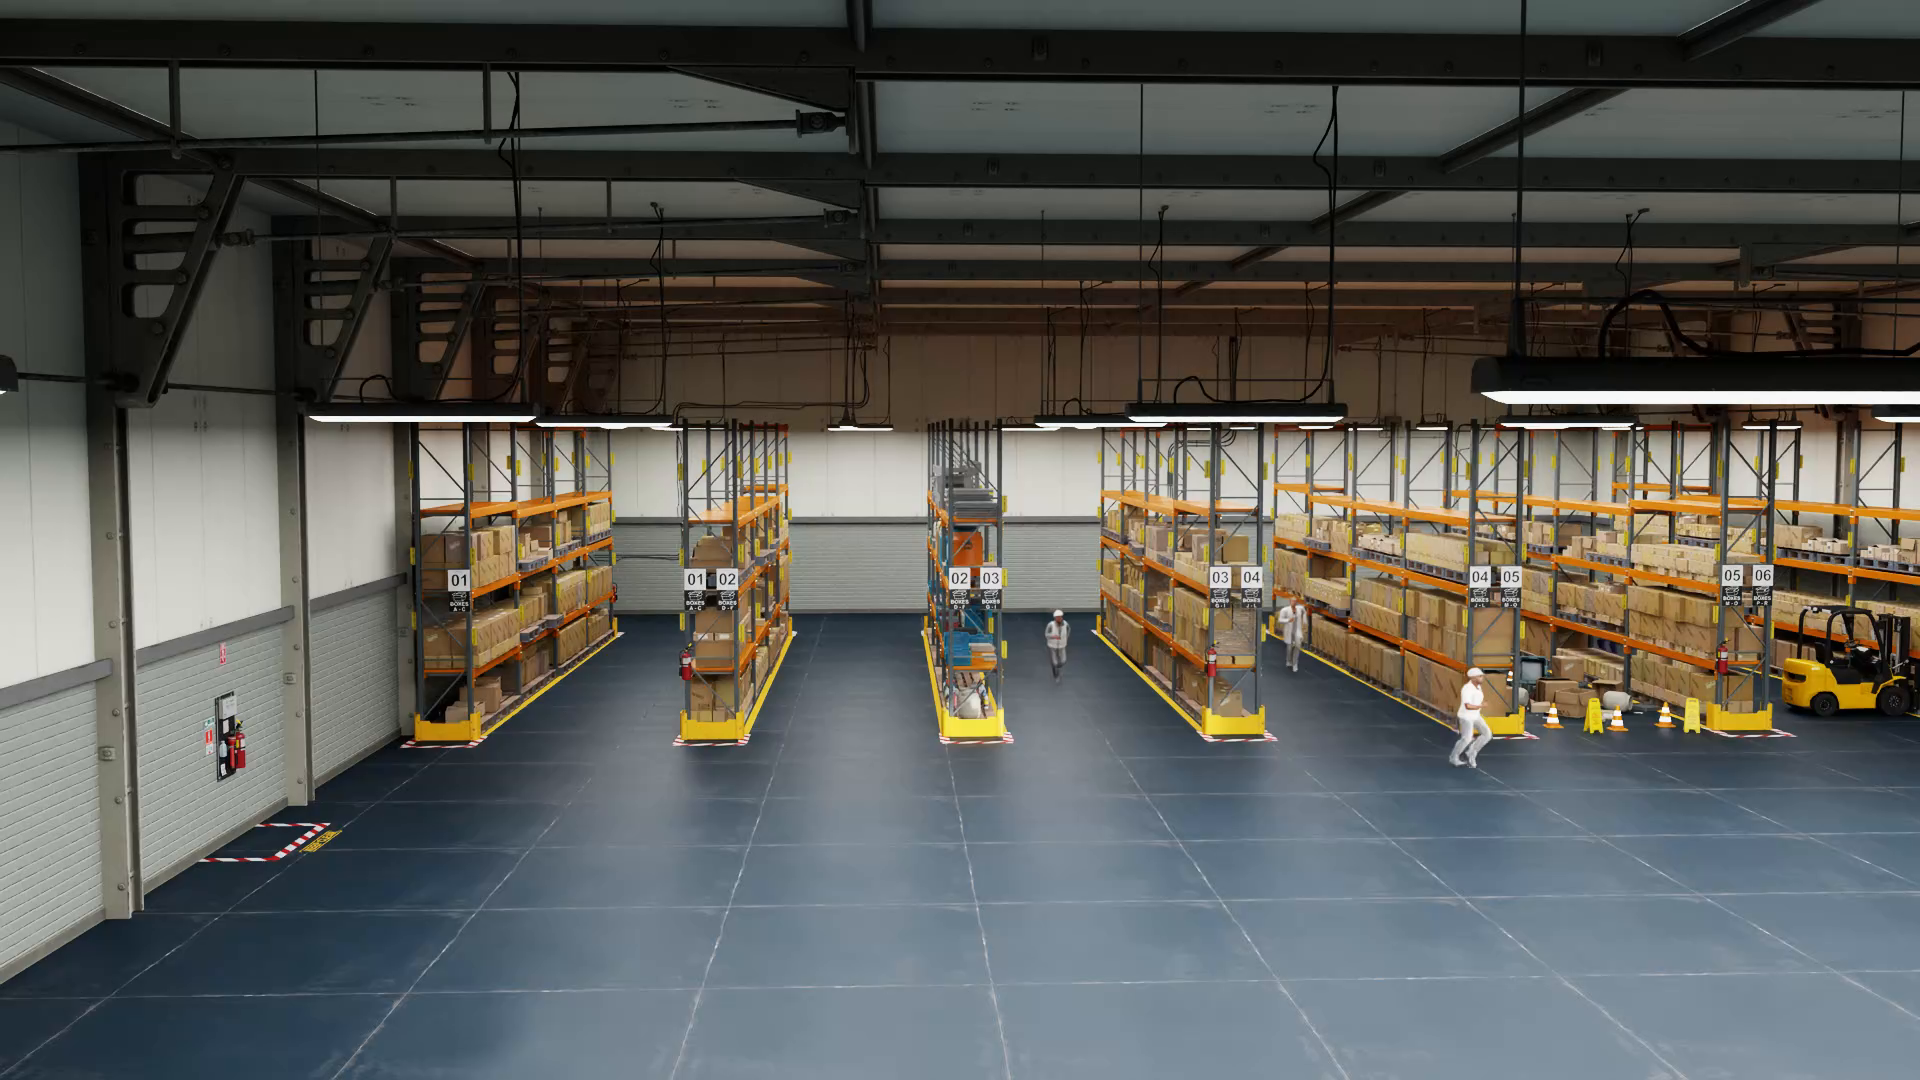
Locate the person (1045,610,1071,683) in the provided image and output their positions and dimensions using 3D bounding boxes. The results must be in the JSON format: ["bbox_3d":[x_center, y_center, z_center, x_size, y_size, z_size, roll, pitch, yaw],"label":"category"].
[{"bbox_3d":[2.254,2.443,38.009,0.639,1.713,0.690,-1,4,-8],"label":"person"}]

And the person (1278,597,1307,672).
[{"bbox_3d":[8.053,2.270,40.259,0.746,1.829,0.936,0,4,-1],"label":"person"}]

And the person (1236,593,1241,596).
[{"bbox_3d":[8.205,1.833,48.798,0.894,1.512,0.638,-1,4,-15],"label":"person"}]

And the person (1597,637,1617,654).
[{"bbox_3d":[16.214,2.256,41.580,0.583,1.674,0.680,0,4,-3],"label":"person"}]

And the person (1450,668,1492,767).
[{"bbox_3d":[8.725,3.022,28.328,0.784,1.720,0.737,3,5,40],"label":"person"}]
